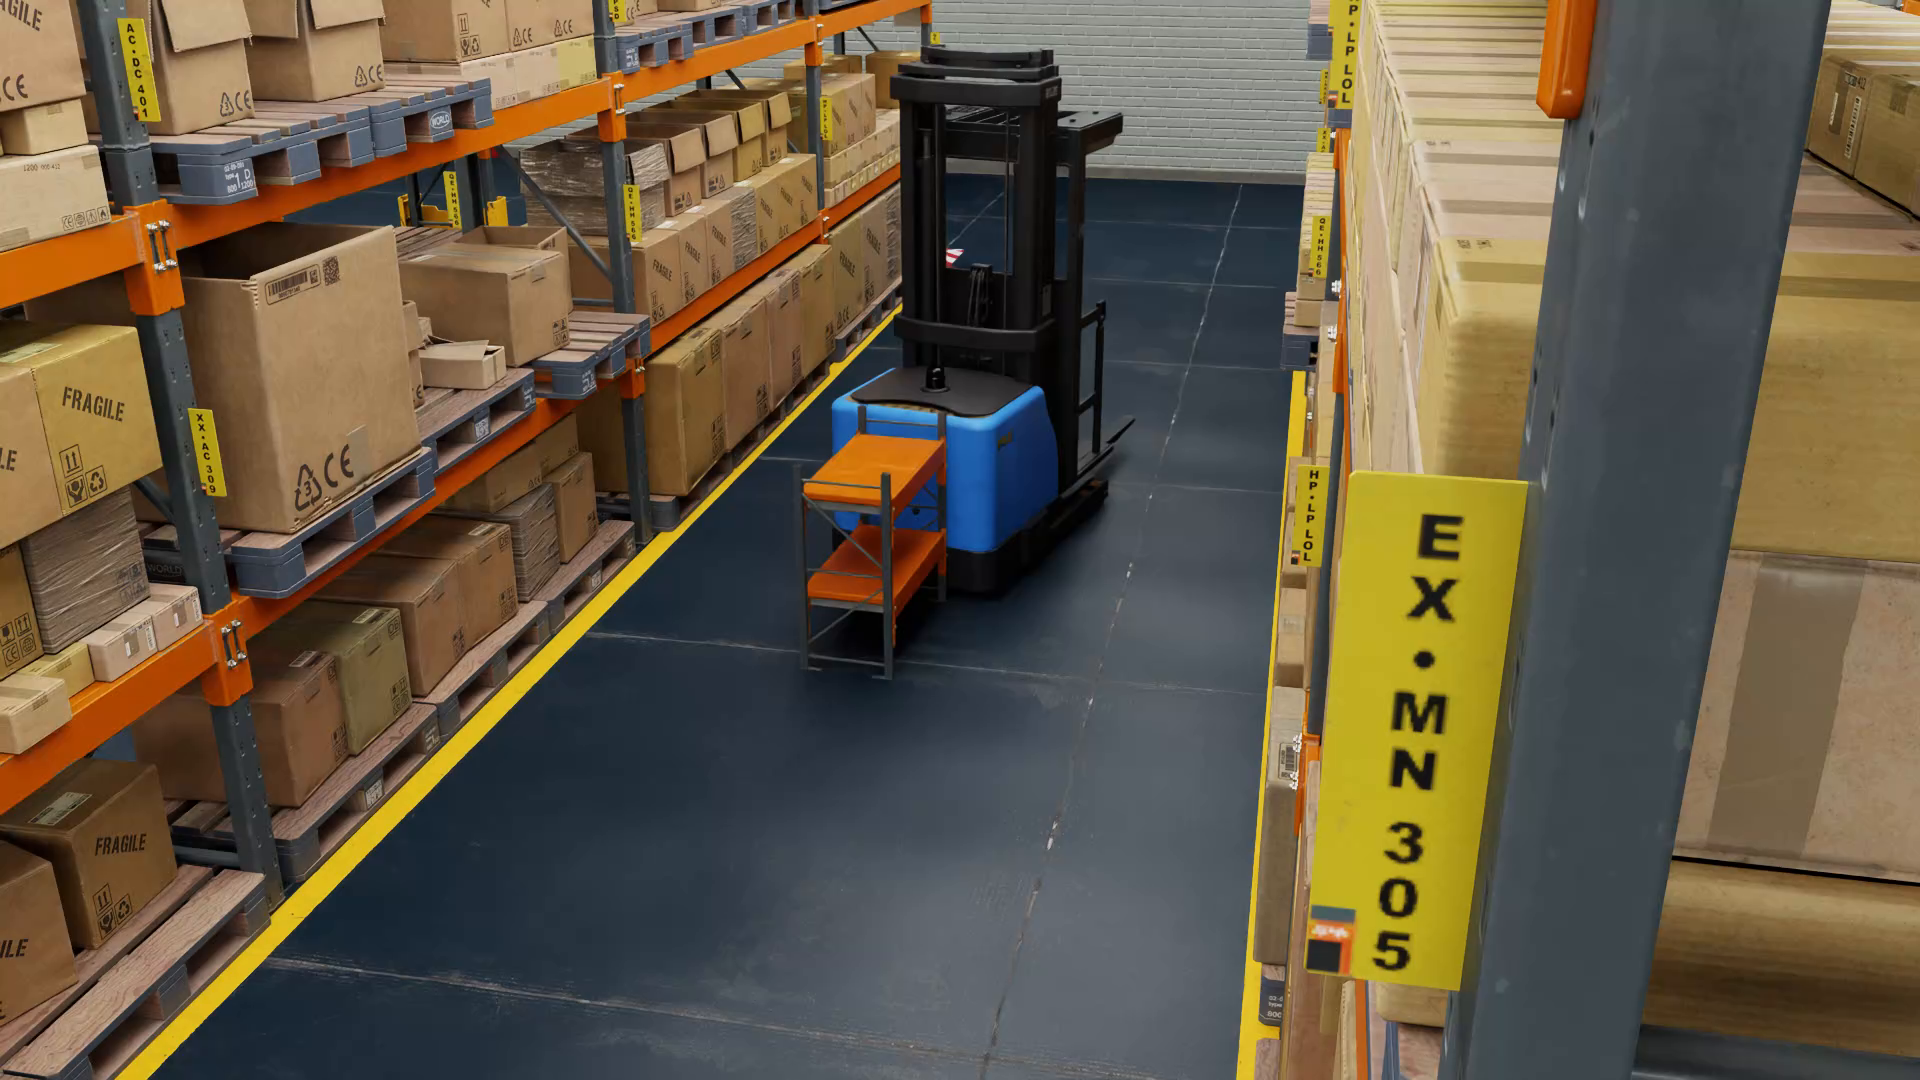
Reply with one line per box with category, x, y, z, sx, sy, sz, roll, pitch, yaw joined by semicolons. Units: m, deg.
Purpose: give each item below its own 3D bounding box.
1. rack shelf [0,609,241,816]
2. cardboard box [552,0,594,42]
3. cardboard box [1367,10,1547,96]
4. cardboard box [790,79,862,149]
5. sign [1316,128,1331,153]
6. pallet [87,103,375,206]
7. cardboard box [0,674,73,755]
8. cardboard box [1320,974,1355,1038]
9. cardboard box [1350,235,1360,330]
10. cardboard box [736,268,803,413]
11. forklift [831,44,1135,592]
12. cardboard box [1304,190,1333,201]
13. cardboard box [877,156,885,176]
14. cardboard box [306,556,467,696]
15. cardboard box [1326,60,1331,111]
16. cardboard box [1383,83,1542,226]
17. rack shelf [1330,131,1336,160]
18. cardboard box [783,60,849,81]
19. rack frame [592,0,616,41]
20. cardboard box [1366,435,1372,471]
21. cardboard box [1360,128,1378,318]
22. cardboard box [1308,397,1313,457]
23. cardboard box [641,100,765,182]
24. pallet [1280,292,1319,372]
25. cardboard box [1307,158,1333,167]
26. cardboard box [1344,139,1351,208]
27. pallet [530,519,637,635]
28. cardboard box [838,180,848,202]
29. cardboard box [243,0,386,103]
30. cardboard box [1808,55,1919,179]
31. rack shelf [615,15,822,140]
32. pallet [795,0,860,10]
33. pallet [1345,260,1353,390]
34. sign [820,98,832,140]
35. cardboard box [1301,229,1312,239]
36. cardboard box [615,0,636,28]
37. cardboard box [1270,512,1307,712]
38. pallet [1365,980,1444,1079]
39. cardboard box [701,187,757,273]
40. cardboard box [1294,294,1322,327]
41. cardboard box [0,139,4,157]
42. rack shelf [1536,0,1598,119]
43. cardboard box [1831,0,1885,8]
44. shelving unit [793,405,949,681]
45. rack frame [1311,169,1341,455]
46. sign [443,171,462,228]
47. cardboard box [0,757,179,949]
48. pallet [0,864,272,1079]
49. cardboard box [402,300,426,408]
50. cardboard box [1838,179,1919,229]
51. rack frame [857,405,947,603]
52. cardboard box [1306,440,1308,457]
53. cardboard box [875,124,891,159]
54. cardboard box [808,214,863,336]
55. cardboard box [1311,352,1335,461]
rack shelf;-3.638;1.116;4.530;1.077;0.370;4.000;4;22;11
cardboard box;-2.267;-2.888;8.691;0.500;0.500;0.500;5;22;12
cardboard box;0.992;-0.940;3.229;0.380;0.149;0.250;5;22;11
cardboard box;-1.142;-3.626;14.141;0.500;0.500;0.500;4;22;11
sign;2.704;-2.900;12.380;0.100;0.325;0.005;4;22;11
pallet;-3.000;-1.471;6.227;1.213;0.211;1.003;4;22;11
cardboard box;-3.098;0.546;5.319;0.380;0.149;0.250;4;22;11
cardboard box;1.152;0.619;3.154;0.875;0.550;0.500;4;22;11
cardboard box;0.940;-0.477;3.147;0.380;0.149;0.250;4;22;11
cardboard box;-1.890;-1.521;12.398;1.225;0.875;0.875;4;22;9
forklift;0.325;-1.580;10.353;1.130;2.935;3.031;10;24;23
cardboard box;2.392;-2.133;10.612;0.380;0.149;0.250;5;23;13
cardboard box;-0.895;-3.411;15.145;0.380;0.149;0.250;4;22;9
cardboard box;-2.854;0.406;8.087;0.700;0.500;0.500;3;22;6
cardboard box;3.377;-3.867;14.068;0.500;0.500;0.500;4;22;9
cardboard box;0.733;-0.477;2.080;0.380;0.149;0.250;5;22;11
rack shelf;2.829;-2.786;10.203;1.077;0.370;4.000;4;22;11
cardboard box;-1.346;-4.226;15.630;0.500;0.500;0.500;4;22;9
rack frame;-2.414;-4.195;8.723;1.000;3.000;0.127;4;22;11
cardboard box;0.681;-0.013;1.996;0.380;0.149;0.250;5;22;11
cardboard box;0.924;-0.523;2.728;0.500;0.250;0.500;5;22;11
cardboard box;2.304;-0.650;9.732;0.500;0.250;0.500;4;22;10
cardboard box;-1.872;-2.902;12.067;0.797;0.503;0.637;5;22;12
pallet;2.462;-1.176;9.516;1.213;0.211;1.003;4;22;11
cardboard box;2.656;-2.602;11.778;0.380;0.149;0.250;5;22;12
cardboard box;1.198;-0.943;4.304;0.380;0.149;0.250;4;22;10
pallet;-2.575;0.167;9.655;1.003;0.211;1.213;4;22;11
cardboard box;-1.158;-2.937;13.967;0.380;0.149;0.250;4;22;9
cardboard box;-2.846;-2.092;6.817;0.797;0.503;0.637;5;23;13
cardboard box;1.481;-0.613;2.418;0.380;0.149;0.250;5;22;12
rack shelf;-2.006;-3.201;11.234;1.077;0.370;4.000;4;22;11
pallet;-1.421;-4.523;13.673;1.003;0.211;1.213;4;22;11
pallet;1.428;-0.586;3.896;1.003;0.211;1.213;4;22;11
sign;-1.065;-3.337;13.181;0.100;0.325;0.005;4;22;11
cardboard box;2.126;-1.657;9.430;0.380;0.149;0.250;4;22;10
cardboard box;-2.360;-3.274;9.753;0.797;0.503;0.637;6;23;14
cardboard box;2.034;0.388;7.825;1.050;0.750;0.750;5;22;12
pallet;0.930;0.307;1.680;1.003;0.211;1.213;4;22;11
cardboard box;-1.740;-2.174;11.603;0.500;0.500;0.500;5;22;11
cardboard box;2.072;-1.290;9.317;0.380;0.149;0.250;5;22;12
cardboard box;-3.158;-1.224;5.029;0.380;0.149;0.250;5;22;12
rack shelf;1.197;-1.066;2.453;1.077;0.370;4.000;4;22;11
cardboard box;1.739;-1.078;3.572;0.380;0.149;0.250;4;22;11
shelving unit;-0.453;-0.010;8.872;0.538;1.125;1.048;6;23;14
rack frame;2.421;-0.997;8.813;1.000;3.000;0.127;4;22;11
sign;-2.958;-1.990;9.730;0.100;0.325;0.005;4;22;11
cardboard box;-3.351;1.159;6.244;0.500;0.500;0.500;4;22;9
pallet;-3.333;1.593;6.116;1.003;0.211;1.213;4;22;11
cardboard box;-2.967;-0.833;7.705;0.797;0.503;0.637;7;23;16
cardboard box;1.343;-0.299;2.173;0.500;0.250;0.500;4;22;10
rack frame;-0.320;-0.193;9.327;0.500;1.125;0.032;6;23;14
cardboard box;2.409;-0.482;10.320;0.500;0.500;0.500;5;23;13
cardboard box;-0.931;-3.646;15.194;0.500;0.250;0.500;4;22;11
cardboard box;-1.385;-2.319;14.379;0.875;0.875;0.875;4;22;11
cardboard box;1.861;-0.529;7.518;0.500;0.500;0.500;4;22;11
